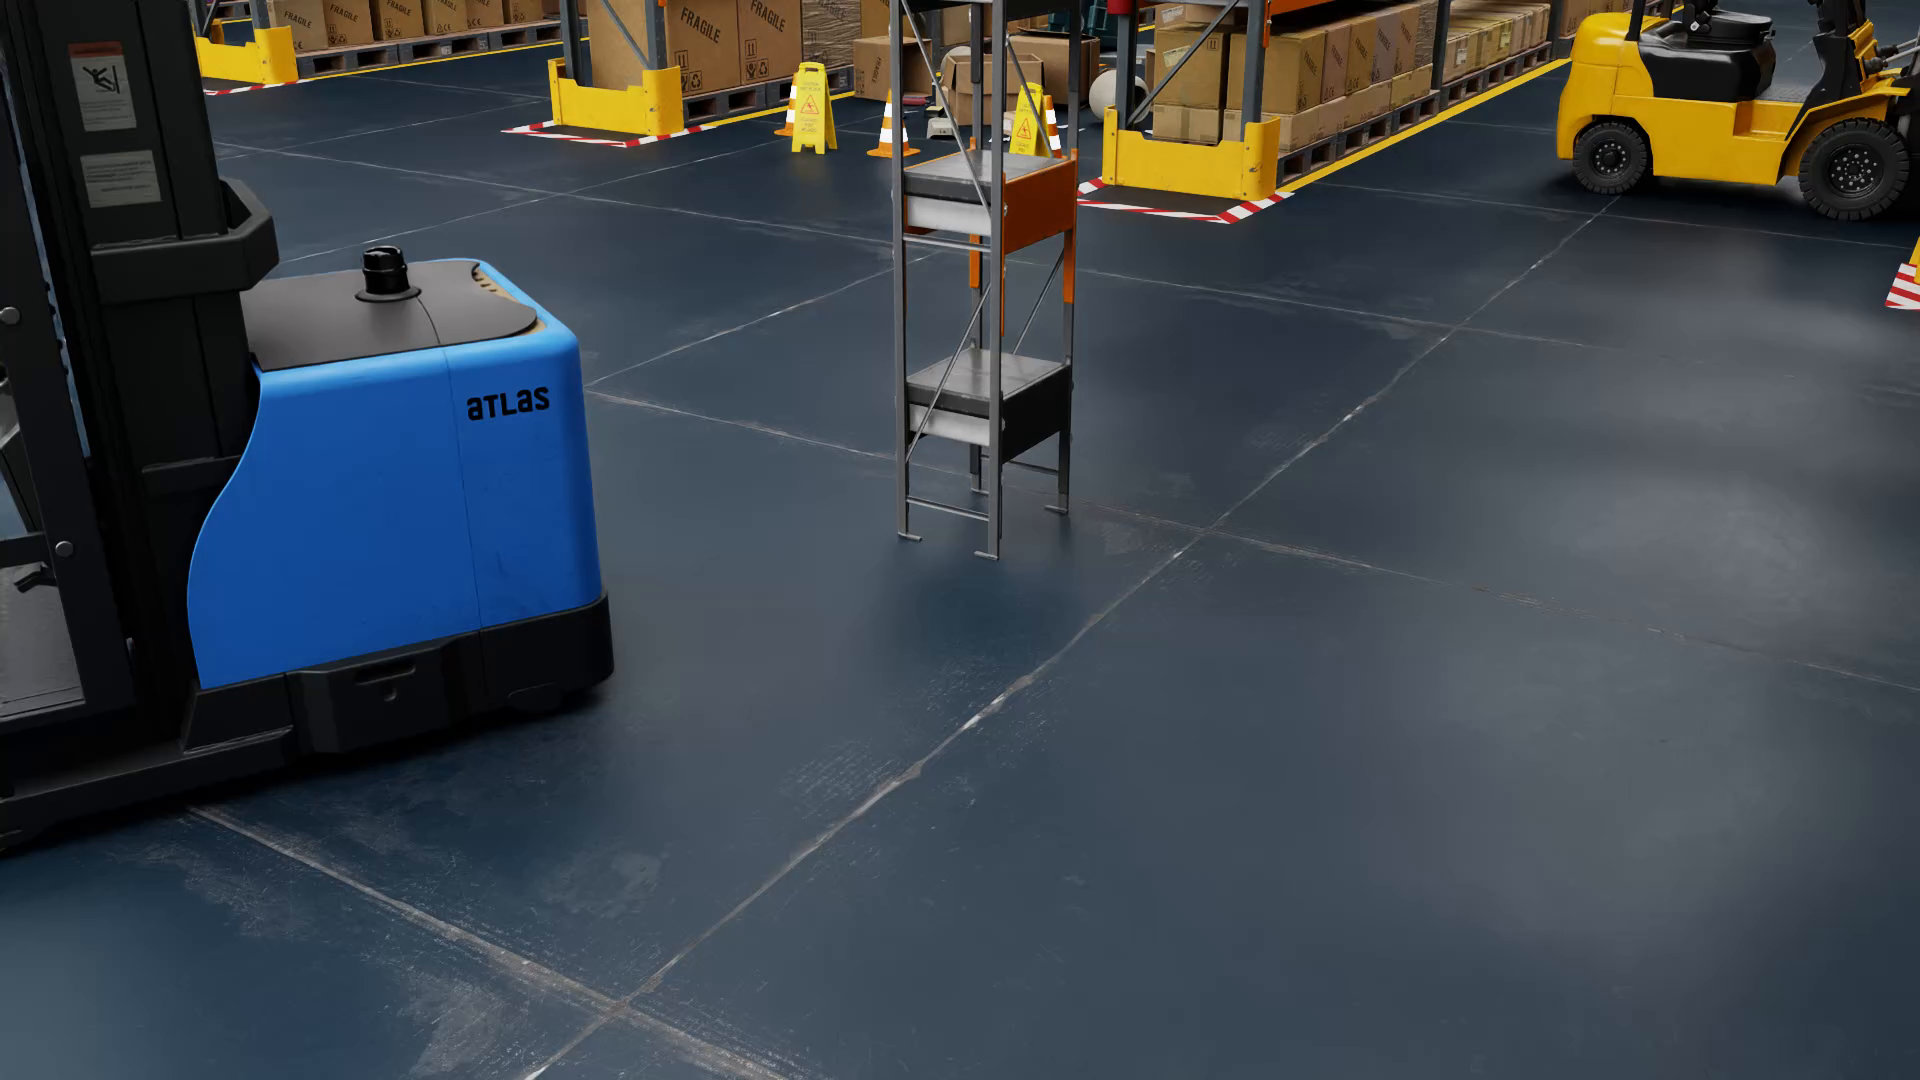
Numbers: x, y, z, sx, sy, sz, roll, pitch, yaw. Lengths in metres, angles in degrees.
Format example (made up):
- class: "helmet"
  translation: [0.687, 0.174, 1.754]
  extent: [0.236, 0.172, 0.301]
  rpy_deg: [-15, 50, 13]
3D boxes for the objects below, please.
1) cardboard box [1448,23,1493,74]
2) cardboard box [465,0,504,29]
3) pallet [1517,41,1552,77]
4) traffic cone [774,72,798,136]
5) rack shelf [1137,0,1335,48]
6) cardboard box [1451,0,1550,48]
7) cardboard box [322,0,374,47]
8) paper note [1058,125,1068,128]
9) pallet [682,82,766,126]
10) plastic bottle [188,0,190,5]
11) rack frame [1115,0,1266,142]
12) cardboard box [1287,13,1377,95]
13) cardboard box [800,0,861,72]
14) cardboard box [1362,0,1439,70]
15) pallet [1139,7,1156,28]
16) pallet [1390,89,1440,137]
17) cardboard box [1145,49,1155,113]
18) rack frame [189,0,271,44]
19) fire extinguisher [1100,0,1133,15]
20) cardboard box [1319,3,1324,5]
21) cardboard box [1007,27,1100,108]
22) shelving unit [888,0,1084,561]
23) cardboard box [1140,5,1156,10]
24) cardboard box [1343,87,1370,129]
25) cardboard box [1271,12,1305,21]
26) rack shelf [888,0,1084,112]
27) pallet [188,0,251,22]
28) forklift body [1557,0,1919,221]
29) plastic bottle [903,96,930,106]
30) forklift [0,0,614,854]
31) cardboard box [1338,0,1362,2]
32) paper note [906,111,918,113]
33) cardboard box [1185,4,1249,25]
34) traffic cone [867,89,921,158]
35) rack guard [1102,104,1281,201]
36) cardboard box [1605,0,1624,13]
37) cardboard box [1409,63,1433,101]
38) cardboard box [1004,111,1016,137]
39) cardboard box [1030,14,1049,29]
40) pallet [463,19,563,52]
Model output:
- class: "cardboard box"
  translation: [4.259, -4.492, 15.131]
  extent: [0.950, 0.372, 0.625]
  rpy_deg: [16, 28, 32]
- class: "cardboard box"
  translation: [-5.352, -5.886, 18.188]
  extent: [0.500, 0.500, 0.500]
  rpy_deg: [-18, 29, -36]
- class: "pallet"
  translation: [5.304, -4.892, 16.784]
  extent: [1.003, 0.211, 1.213]
  rpy_deg: [14, 27, 29]
- class: "traffic cone"
  translation: [-1.274, -3.455, 13.149]
  extent: [0.336, 0.463, 0.334]
  rpy_deg: [14, 27, 29]
- class: "rack shelf"
  translation: [2.553, -4.080, 12.303]
  extent: [1.077, 0.370, 4.000]
  rpy_deg: [14, 27, 29]
- class: "cardboard box"
  translation: [5.411, -5.233, 16.841]
  extent: [0.950, 0.372, 0.625]
  rpy_deg: [12, 26, 25]
- class: "cardboard box"
  translation: [-6.292, -5.273, 16.773]
  extent: [0.500, 0.500, 0.500]
  rpy_deg: [-20, 31, -39]
- class: "paper note"
  translation: [0.881, -3.358, 13.484]
  extent: [0.142, 0.019, 0.148]
  rpy_deg: [-17, 29, -35]
- class: "pallet"
  translation: [-2.406, -3.744, 14.134]
  extent: [1.003, 0.211, 1.213]
  rpy_deg: [14, 27, 29]
- class: "plastic bottle"
  translation: [-9.475, -6.646, 20.201]
  extent: [0.152, 0.276, 0.135]
  rpy_deg: [14, 27, 30]
- class: "rack frame"
  translation: [1.498, -3.735, 10.601]
  extent: [1.000, 3.000, 0.127]
  rpy_deg: [14, 27, 29]
- class: "cardboard box"
  translation: [2.714, -3.577, 12.226]
  extent: [0.500, 0.500, 0.500]
  rpy_deg: [14, 27, 30]
- class: "cardboard box"
  translation: [-1.514, -4.803, 15.215]
  extent: [0.875, 0.875, 0.875]
  rpy_deg: [14, 27, 29]
- class: "cardboard box"
  translation: [3.524, -4.104, 13.443]
  extent: [0.500, 0.500, 0.500]
  rpy_deg: [13, 27, 28]
- class: "pallet"
  translation: [1.872, -6.422, 20.318]
  extent: [1.003, 0.211, 1.213]
  rpy_deg: [14, 27, 29]
- class: "pallet"
  translation: [3.283, -3.571, 13.733]
  extent: [1.003, 0.211, 1.213]
  rpy_deg: [14, 27, 29]
- class: "cardboard box"
  translation: [1.887, -3.862, 14.039]
  extent: [0.500, 0.500, 0.500]
  rpy_deg: [-7, 24, -17]
- class: "rack frame"
  translation: [-6.921, -5.811, 15.399]
  extent: [1.000, 3.000, 0.127]
  rpy_deg: [14, 27, 29]
- class: "fire extinguisher"
  translation: [1.046, -3.757, 10.751]
  extent: [0.296, 0.674, 0.183]
  rpy_deg: [14, 27, 29]
- class: "cardboard box"
  translation: [2.681, -4.311, 13.106]
  extent: [0.380, 0.149, 0.250]
  rpy_deg: [15, 28, 31]
- class: "cardboard box"
  translation: [0.760, -4.092, 14.398]
  extent: [0.797, 0.637, 0.503]
  rpy_deg: [14, 27, 29]
- class: "shelving unit"
  translation: [0.087, -1.019, 5.462]
  extent: [0.431, 2.100, 0.503]
  rpy_deg: [14, 27, 29]
- class: "cardboard box"
  translation: [2.049, -6.669, 19.997]
  extent: [0.500, 0.500, 0.500]
  rpy_deg: [13, 26, 27]
- class: "cardboard box"
  translation: [2.711, -3.237, 12.385]
  extent: [0.500, 0.250, 0.500]
  rpy_deg: [16, 28, 32]
- class: "cardboard box"
  translation: [2.243, -3.680, 12.465]
  extent: [0.500, 0.500, 0.500]
  rpy_deg: [13, 27, 28]
- class: "rack shelf"
  translation: [0.087, -1.649, 5.189]
  extent: [0.431, 0.518, 0.480]
  rpy_deg: [14, 27, 29]
- class: "pallet"
  translation: [-9.409, -6.702, 20.965]
  extent: [1.003, 0.211, 1.213]
  rpy_deg: [14, 27, 29]
- class: "forklift body"
  translation: [5.167, -3.329, 10.732]
  extent: [2.313, 2.155, 1.214]
  rpy_deg: [14, 27, 29]
- class: "plastic bottle"
  translation: [-0.392, -3.834, 14.528]
  extent: [0.283, 0.061, 0.133]
  rpy_deg: [5, 24, 11]
- class: "forklift"
  translation: [-2.519, -0.777, 3.855]
  extent: [3.031, 2.935, 1.130]
  rpy_deg: [-13, 26, -27]
- class: "cardboard box"
  translation: [3.067, -4.217, 13.704]
  extent: [0.500, 0.500, 0.500]
  rpy_deg: [15, 28, 31]
- class: "paper note"
  translation: [-0.413, -3.648, 14.164]
  extent: [0.123, 0.001, 0.032]
  rpy_deg: [-12, 26, -26]
- class: "cardboard box"
  translation: [1.835, -3.770, 11.856]
  extent: [0.380, 0.149, 0.250]
  rpy_deg: [15, 27, 30]
- class: "traffic cone"
  translation: [-0.494, -3.104, 12.337]
  extent: [0.336, 0.463, 0.334]
  rpy_deg: [14, 27, 29]
- class: "rack guard"
  translation: [1.538, -2.613, 11.157]
  extent: [1.175, 0.500, 0.348]
  rpy_deg: [14, 27, 29]
- class: "cardboard box"
  translation: [7.099, -6.470, 19.066]
  extent: [0.875, 0.875, 0.875]
  rpy_deg: [15, 27, 30]
- class: "cardboard box"
  translation: [3.524, -3.760, 13.592]
  extent: [0.500, 0.250, 0.500]
  rpy_deg: [15, 28, 31]
- class: "cardboard box"
  translation: [0.473, -3.292, 13.167]
  extent: [0.250, 0.149, 0.380]
  rpy_deg: [-12, 26, -26]
- class: "cardboard box"
  translation: [0.603, -6.116, 18.405]
  extent: [1.050, 0.750, 0.750]
  rpy_deg: [14, 27, 30]
- class: "pallet"
  translation: [-5.136, -5.648, 18.530]
  extent: [1.003, 0.211, 1.213]
  rpy_deg: [14, 27, 29]
